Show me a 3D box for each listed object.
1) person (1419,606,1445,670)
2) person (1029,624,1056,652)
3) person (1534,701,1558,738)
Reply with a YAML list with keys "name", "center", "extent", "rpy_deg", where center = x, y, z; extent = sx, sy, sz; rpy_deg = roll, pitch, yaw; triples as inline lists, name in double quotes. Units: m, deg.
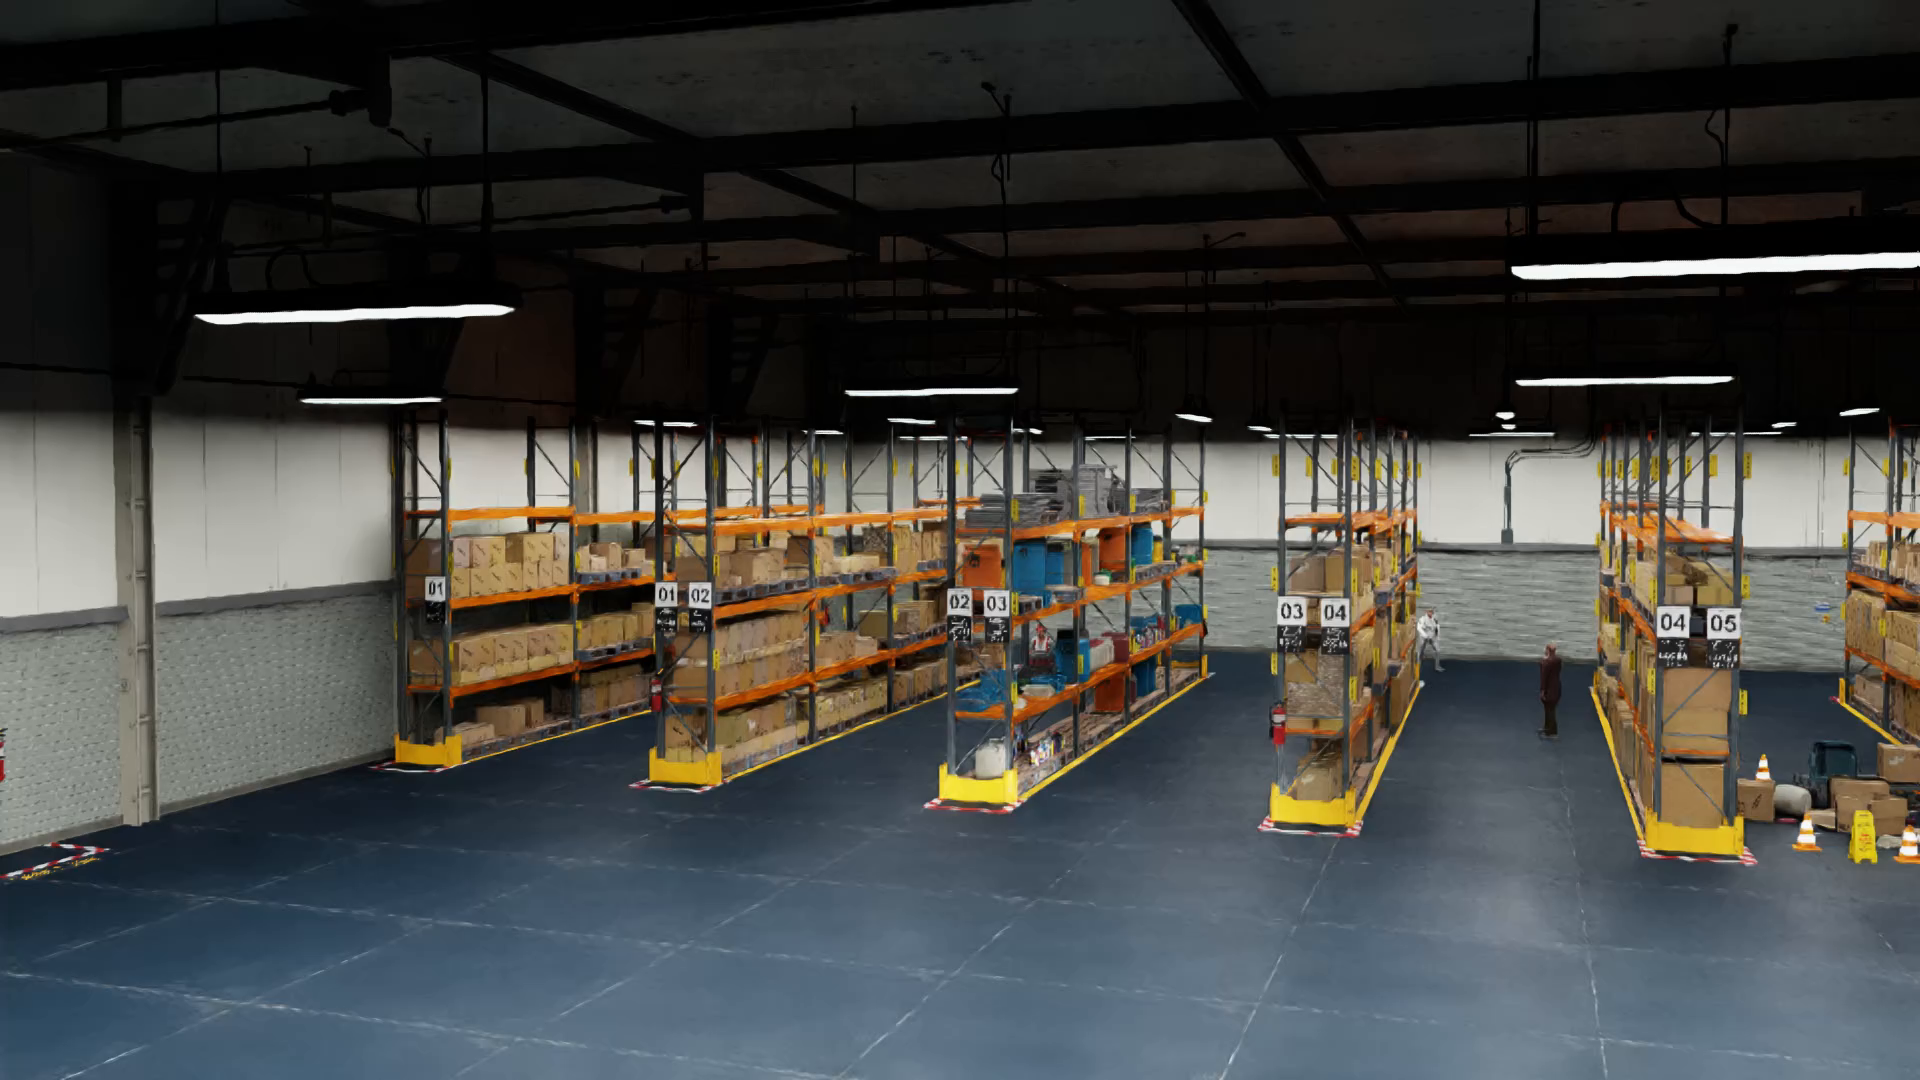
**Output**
- name: "person"
  center: [11.683, 2.415, 41.370]
  extent: [0.588, 1.607, 0.800]
  rpy_deg: [0, 2, 2]
- name: "person"
  center: [1.764, 2.630, 35.072]
  extent: [0.681, 1.751, 0.582]
  rpy_deg: [1, 3, 23]
- name: "person"
  center: [10.914, 2.899, 30.913]
  extent: [0.543, 1.524, 0.556]
  rpy_deg: [-2, 3, -41]
